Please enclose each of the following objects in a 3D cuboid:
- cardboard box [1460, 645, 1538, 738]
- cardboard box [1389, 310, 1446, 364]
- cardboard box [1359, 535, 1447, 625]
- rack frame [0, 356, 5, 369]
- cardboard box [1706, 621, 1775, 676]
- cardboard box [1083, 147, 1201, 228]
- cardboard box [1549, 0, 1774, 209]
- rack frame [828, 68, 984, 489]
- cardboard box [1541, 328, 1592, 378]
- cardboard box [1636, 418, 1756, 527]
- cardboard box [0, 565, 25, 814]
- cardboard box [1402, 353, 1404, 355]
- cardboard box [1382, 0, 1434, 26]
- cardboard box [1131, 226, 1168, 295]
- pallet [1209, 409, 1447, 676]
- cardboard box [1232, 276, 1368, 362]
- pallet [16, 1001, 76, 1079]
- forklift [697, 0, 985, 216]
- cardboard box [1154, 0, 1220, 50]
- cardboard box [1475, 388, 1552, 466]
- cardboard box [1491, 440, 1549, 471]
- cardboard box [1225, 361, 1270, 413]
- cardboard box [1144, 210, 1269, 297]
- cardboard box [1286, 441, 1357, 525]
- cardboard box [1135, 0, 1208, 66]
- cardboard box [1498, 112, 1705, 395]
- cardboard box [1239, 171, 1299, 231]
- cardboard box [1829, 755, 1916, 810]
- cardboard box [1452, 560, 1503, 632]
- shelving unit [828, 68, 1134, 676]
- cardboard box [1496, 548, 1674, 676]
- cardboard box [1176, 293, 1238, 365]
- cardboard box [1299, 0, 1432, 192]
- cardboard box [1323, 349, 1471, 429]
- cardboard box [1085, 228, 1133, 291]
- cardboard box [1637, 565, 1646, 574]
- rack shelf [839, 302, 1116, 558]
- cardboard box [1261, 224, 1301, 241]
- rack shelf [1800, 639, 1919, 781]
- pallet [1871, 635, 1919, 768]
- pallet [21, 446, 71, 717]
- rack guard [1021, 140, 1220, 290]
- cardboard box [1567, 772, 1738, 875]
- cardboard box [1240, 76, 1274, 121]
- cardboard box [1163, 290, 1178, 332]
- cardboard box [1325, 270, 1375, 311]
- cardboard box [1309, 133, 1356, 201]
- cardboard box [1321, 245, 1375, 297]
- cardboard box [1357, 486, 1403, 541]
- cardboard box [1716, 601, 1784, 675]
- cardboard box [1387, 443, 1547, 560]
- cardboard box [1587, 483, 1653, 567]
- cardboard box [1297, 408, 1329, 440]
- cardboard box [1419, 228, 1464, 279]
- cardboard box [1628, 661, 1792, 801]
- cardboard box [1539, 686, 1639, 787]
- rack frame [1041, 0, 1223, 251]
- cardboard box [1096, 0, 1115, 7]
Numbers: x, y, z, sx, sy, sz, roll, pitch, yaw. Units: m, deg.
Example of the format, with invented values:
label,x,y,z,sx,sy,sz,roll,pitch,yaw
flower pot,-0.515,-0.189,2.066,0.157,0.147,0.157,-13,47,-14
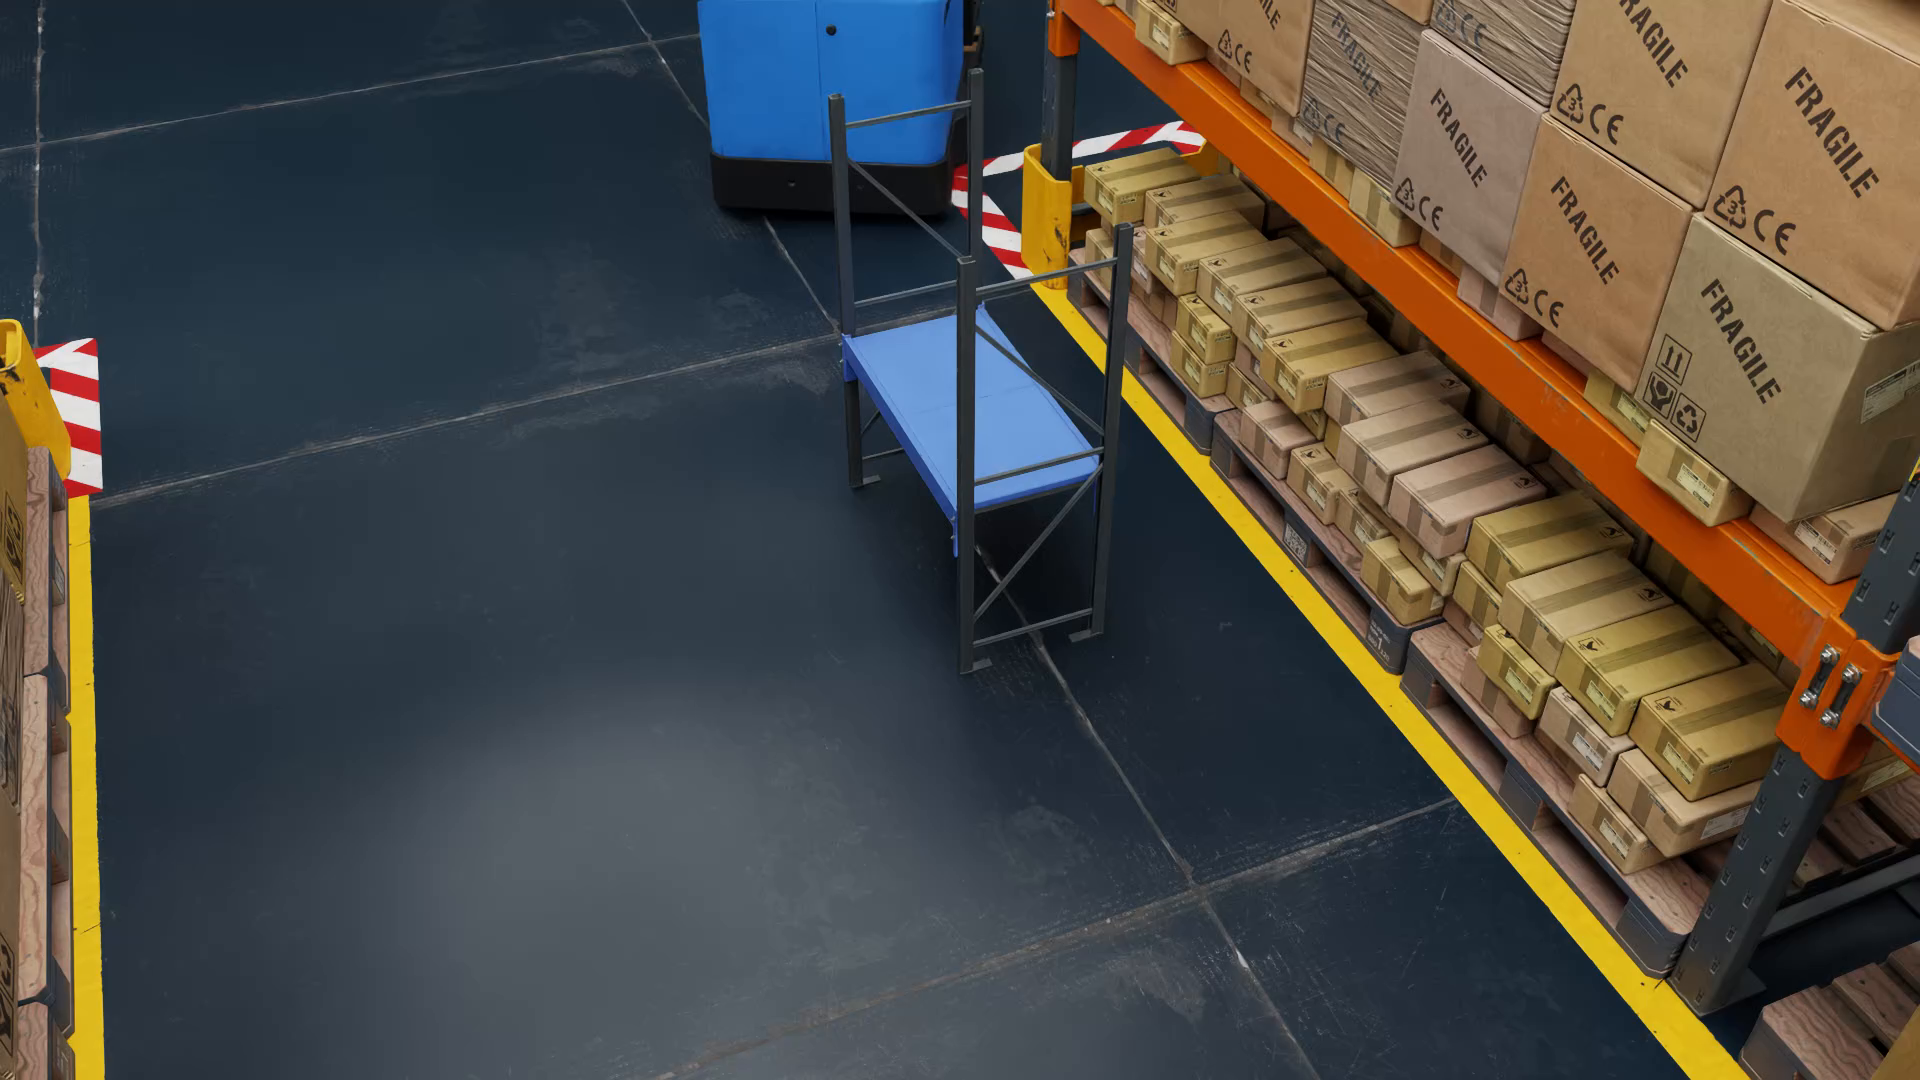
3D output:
label,x,y,z,sx,sy,sz,roll,pitch,yaw
cardboard box,1.702,0.393,4.857,0.380,0.149,0.250,-16,43,-18
cardboard box,1.708,-0.719,5.694,0.380,0.149,0.250,-16,43,-18
cardboard box,1.488,0.090,5.210,0.380,0.149,0.250,-15,43,-17
rack frame,-3.802,-1.290,4.950,1.000,3.000,0.127,-15,43,-17
cardboard box,2.327,0.323,4.710,0.380,0.149,0.250,-15,43,-17
cardboard box,0.705,-1.370,6.451,0.380,0.149,0.250,-17,44,-19
cardboard box,1.717,-1.113,3.672,0.500,0.500,0.500,-16,43,-18
rack frame,-0.162,-0.824,5.557,0.500,1.500,0.032,-15,43,-17
cardboard box,1.742,-0.552,4.284,0.380,0.149,0.250,-16,43,-18
cardboard box,1.825,-0.204,3.879,0.380,0.149,0.250,-16,43,-18
cardboard box,-3.135,0.270,4.443,0.875,0.875,0.875,-15,43,-17
cardboard box,1.776,-0.631,5.819,0.380,0.149,0.250,-13,42,-15
cardboard box,1.321,-1.733,4.393,0.500,0.500,0.500,-16,43,-18
cardboard box,0.835,-1.099,6.364,0.380,0.149,0.250,-15,43,-17
pallet,1.589,-0.132,5.741,1.003,0.211,1.213,-15,43,-17
cardboard box,1.169,-0.752,5.733,0.380,0.149,0.250,-14,43,-15
pallet,-2.491,1.699,3.613,1.003,0.211,1.213,-15,43,-17
forklift,-0.452,-3.486,7.555,1.130,2.935,3.031,3,41,4
cardboard box,0.964,-1.962,5.426,0.500,0.500,0.500,-15,43,-17
cardboard box,1.893,-0.410,5.334,0.380,0.149,0.250,-17,43,-19
cardboard box,1.978,-0.317,5.455,0.380,0.149,0.250,-15,43,-17
cardboard box,1.183,-0.553,5.957,0.380,0.149,0.250,-15,43,-17
cardboard box,0.900,-1.051,6.079,0.380,0.149,0.250,-15,43,-17
cardboard box,1.328,-0.221,5.571,0.380,0.149,0.250,-15,43,-17
cardboard box,0.829,-1.776,5.708,0.380,0.149,0.250,-16,43,-18
cardboard box,1.706,-0.742,4.008,0.500,0.500,0.500,-16,43,-18
cardboard box,1.299,-1.349,6.427,0.380,0.149,0.250,-14,43,-16
cardboard box,2.507,0.565,4.657,0.380,0.149,0.250,-17,44,-19
cardboard box,1.696,0.149,4.913,0.380,0.149,0.250,-15,43,-16
shelving unit,0.033,-0.517,5.201,0.538,1.500,1.048,-15,43,-17
cardboard box,1.736,0.197,4.628,0.380,0.149,0.250,-15,43,-17
cardboard box,1.008,-0.792,6.007,0.380,0.149,0.250,-14,43,-16
cardboard box,1.340,-1.358,4.724,0.500,0.500,0.500,-16,43,-18
cardboard box,1.412,-0.455,5.387,0.380,0.149,0.250,-15,43,-17
cardboard box,0.724,-1.150,6.651,0.380,0.149,0.250,-14,43,-16
cardboard box,2.099,0.022,5.060,0.380,0.149,0.250,-17,44,-19
rack shelf,0.033,-0.381,5.319,0.538,0.185,1.000,-15,43,-17
cardboard box,1.335,-1.240,6.528,0.380,0.149,0.250,-16,43,-18
rack shelf,3.115,1.420,2.350,1.077,0.370,4.000,-15,43,-17
pallet,2.507,0.512,3.001,1.003,0.211,1.213,-15,43,-17
pallet,-3.424,0.229,5.322,1.003,0.211,1.213,-15,43,-17
rack guard,0.848,-1.473,7.080,1.175,0.500,0.348,-15,43,-17
cardboard box,1.885,0.713,4.485,0.380,0.149,0.250,-15,43,-16
cardboard box,1.136,-1.485,5.369,0.380,0.149,0.250,-16,43,-17
cardboard box,1.001,-0.865,6.319,0.380,0.149,0.250,-15,43,-16
cardboard box,1.493,-0.911,6.145,0.380,0.149,0.250,-16,43,-17
cardboard box,1.284,-1.168,5.000,0.380,0.149,0.250,-14,43,-15
cardboard box,1.556,-1.053,6.082,0.380,0.149,0.250,-17,43,-19
cardboard box,1.496,-0.166,5.279,0.380,0.149,0.250,-17,44,-19
cardboard box,2.358,0.199,4.626,0.380,0.149,0.250,-13,42,-15
cardboard box,1.520,-0.119,4.996,0.380,0.149,0.250,-17,44,-19
cardboard box,2.095,-0.093,4.965,0.380,0.149,0.250,-16,43,-18
cardboard box,1.339,-0.503,5.671,0.380,0.149,0.250,-13,42,-15
cardboard box,1.522,-0.864,4.647,0.380,0.149,0.250,-16,43,-17
cardboard box,1.973,0.489,4.288,0.380,0.149,0.250,-14,43,-16
cardboard box,1.820,0.481,4.526,0.380,0.149,0.250,-17,44,-19
rack frame,0.819,-2.467,6.318,1.000,3.000,0.127,-15,43,-17
cardboard box,0.640,-2.095,6.078,0.380,0.149,0.250,-15,43,-17
